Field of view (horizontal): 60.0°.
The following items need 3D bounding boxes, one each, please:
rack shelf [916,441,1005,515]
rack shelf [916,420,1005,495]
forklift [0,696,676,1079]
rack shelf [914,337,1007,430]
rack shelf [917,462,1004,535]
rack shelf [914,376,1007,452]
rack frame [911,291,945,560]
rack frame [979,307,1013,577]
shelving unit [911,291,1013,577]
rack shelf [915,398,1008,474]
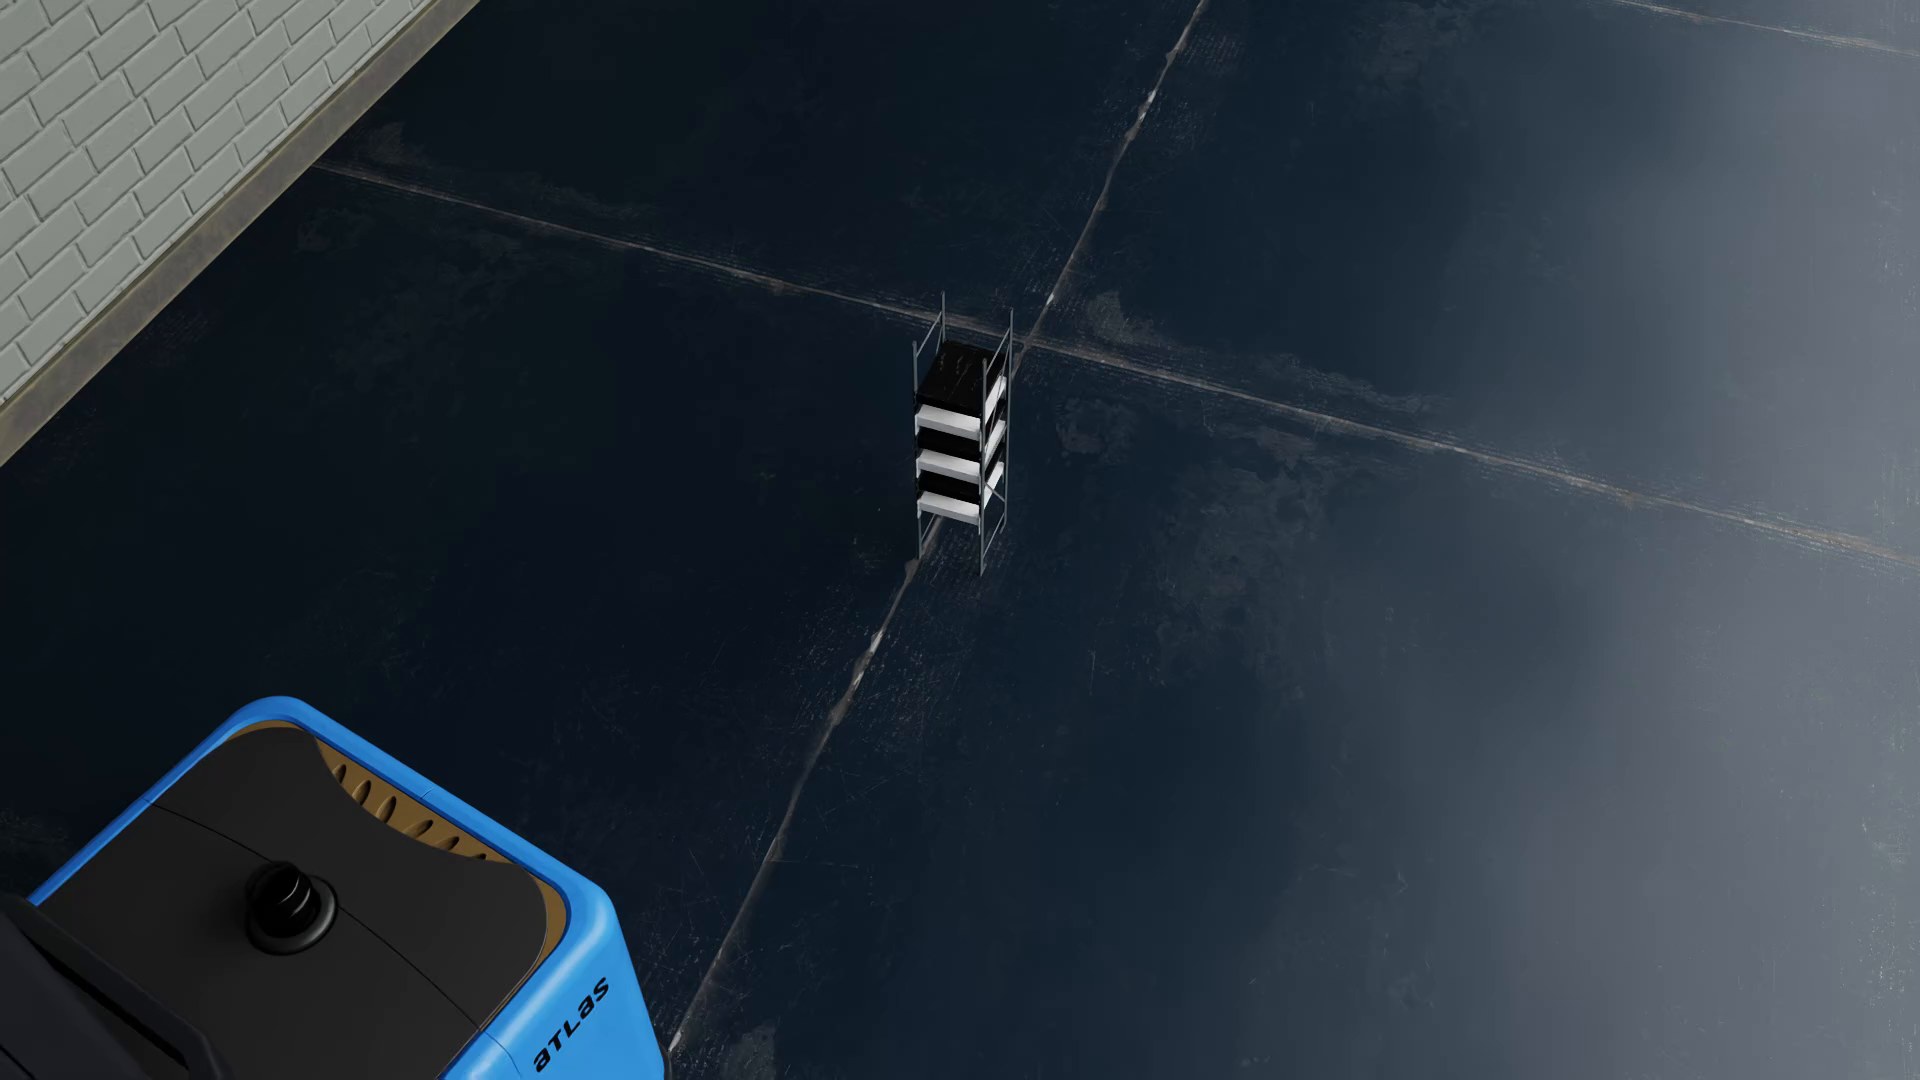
[{"bbox_3d":[0.008,-0.212,5.001,0.200,0.077,0.258,16,51,13],"label":"rack shelf"},{"bbox_3d":[0.008,-0.271,4.933,0.200,0.077,0.258,16,51,13],"label":"rack shelf"},{"bbox_3d":[-1.872,1.190,2.279,1.130,2.935,3.031,26,54,21],"label":"forklift"},{"bbox_3d":[0.008,-0.448,4.729,0.200,0.077,0.258,16,51,13],"label":"rack shelf"},{"bbox_3d":[0.008,-0.153,5.069,0.200,0.077,0.258,16,51,13],"label":"rack shelf"},{"bbox_3d":[0.008,-0.389,4.797,0.200,0.077,0.258,16,51,13],"label":"rack shelf"},{"bbox_3d":[-0.088,-0.319,4.931,0.006,0.900,0.240,16,51,13],"label":"rack frame"},{"bbox_3d":[0.103,-0.266,4.885,0.006,0.900,0.240,16,51,13],"label":"rack frame"},{"bbox_3d":[0.008,-0.293,4.908,0.210,0.900,0.258,16,51,13],"label":"shelving unit"},{"bbox_3d":[0.008,-0.330,4.865,0.200,0.077,0.258,16,51,13],"label":"rack shelf"}]
